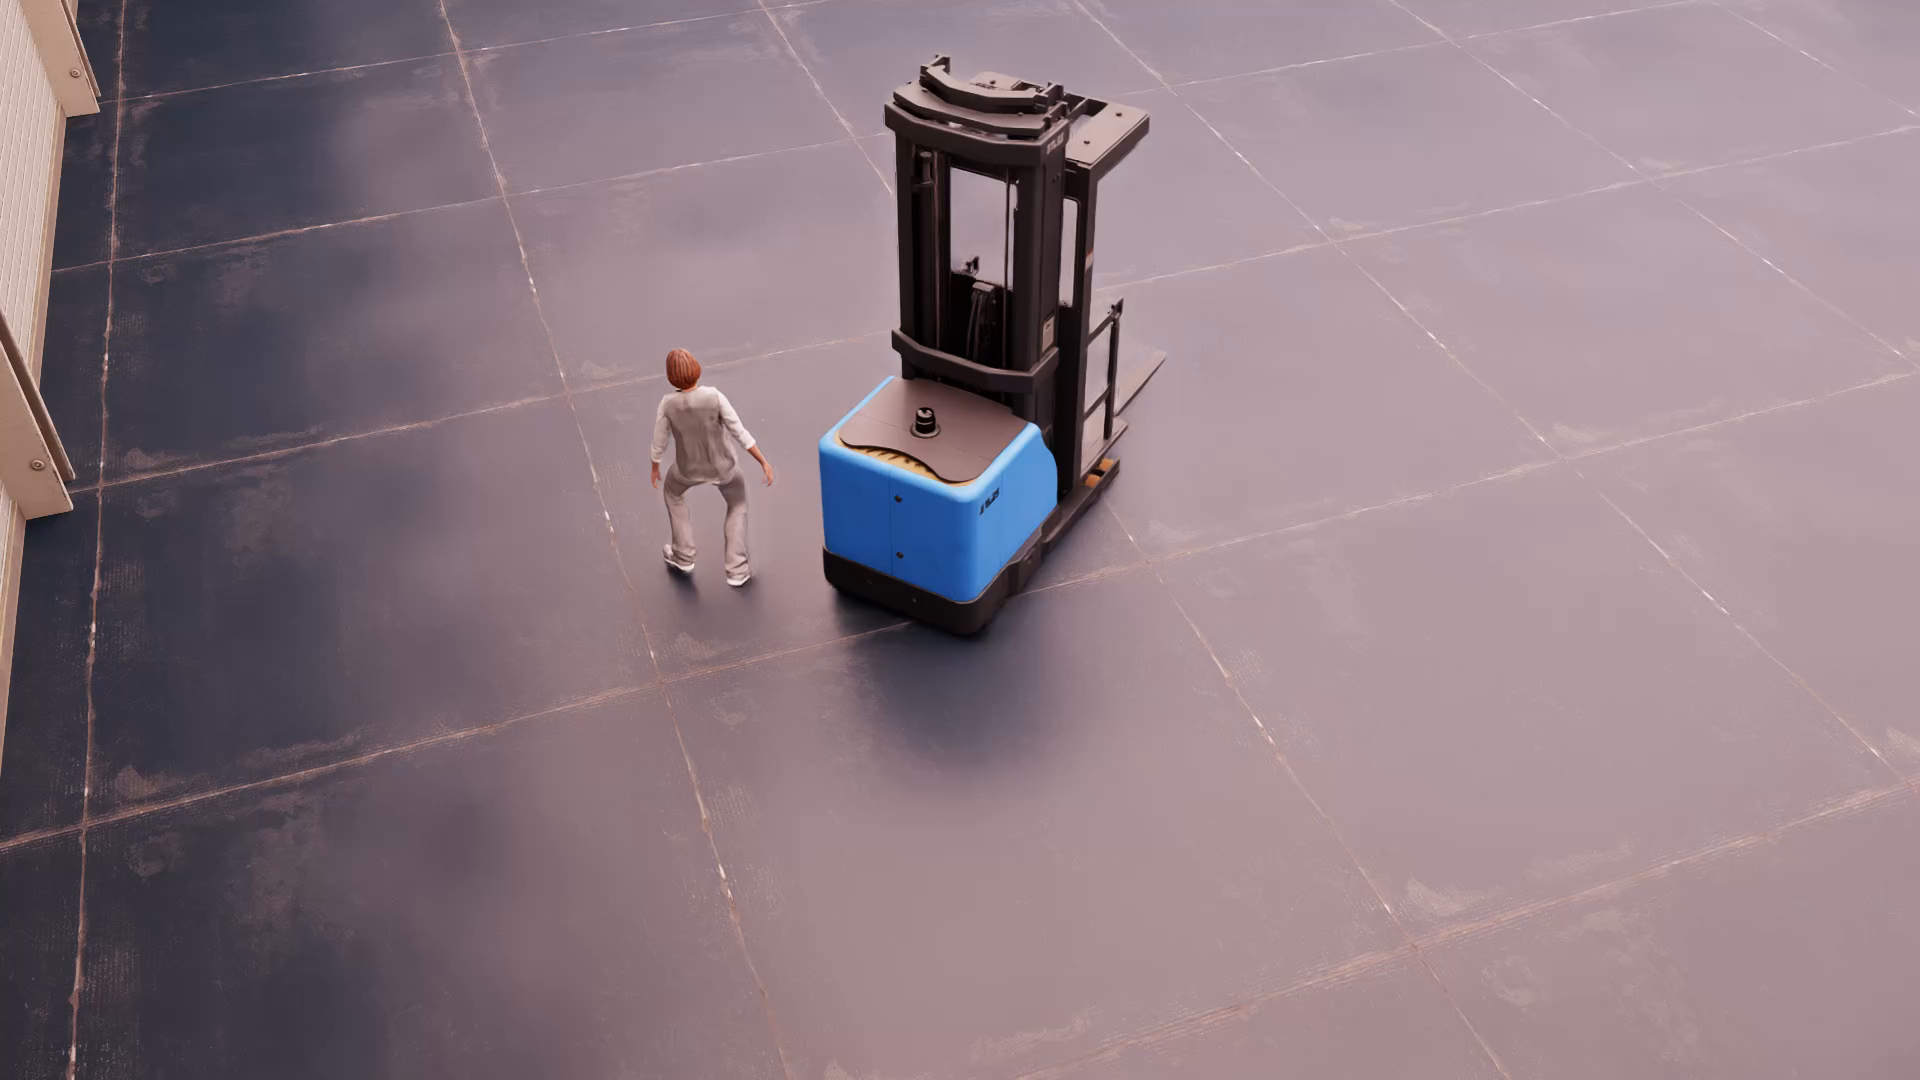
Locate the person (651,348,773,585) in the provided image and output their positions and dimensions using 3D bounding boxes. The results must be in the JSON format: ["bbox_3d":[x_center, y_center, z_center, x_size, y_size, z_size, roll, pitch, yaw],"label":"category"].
[{"bbox_3d":[-1.442,-0.403,9.576,0.741,1.536,0.475,1,40,1],"label":"person"}]

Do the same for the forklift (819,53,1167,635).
[{"bbox_3d":[0.372,-1.510,9.795,1.130,2.935,3.031,21,44,23],"label":"forklift"}]
